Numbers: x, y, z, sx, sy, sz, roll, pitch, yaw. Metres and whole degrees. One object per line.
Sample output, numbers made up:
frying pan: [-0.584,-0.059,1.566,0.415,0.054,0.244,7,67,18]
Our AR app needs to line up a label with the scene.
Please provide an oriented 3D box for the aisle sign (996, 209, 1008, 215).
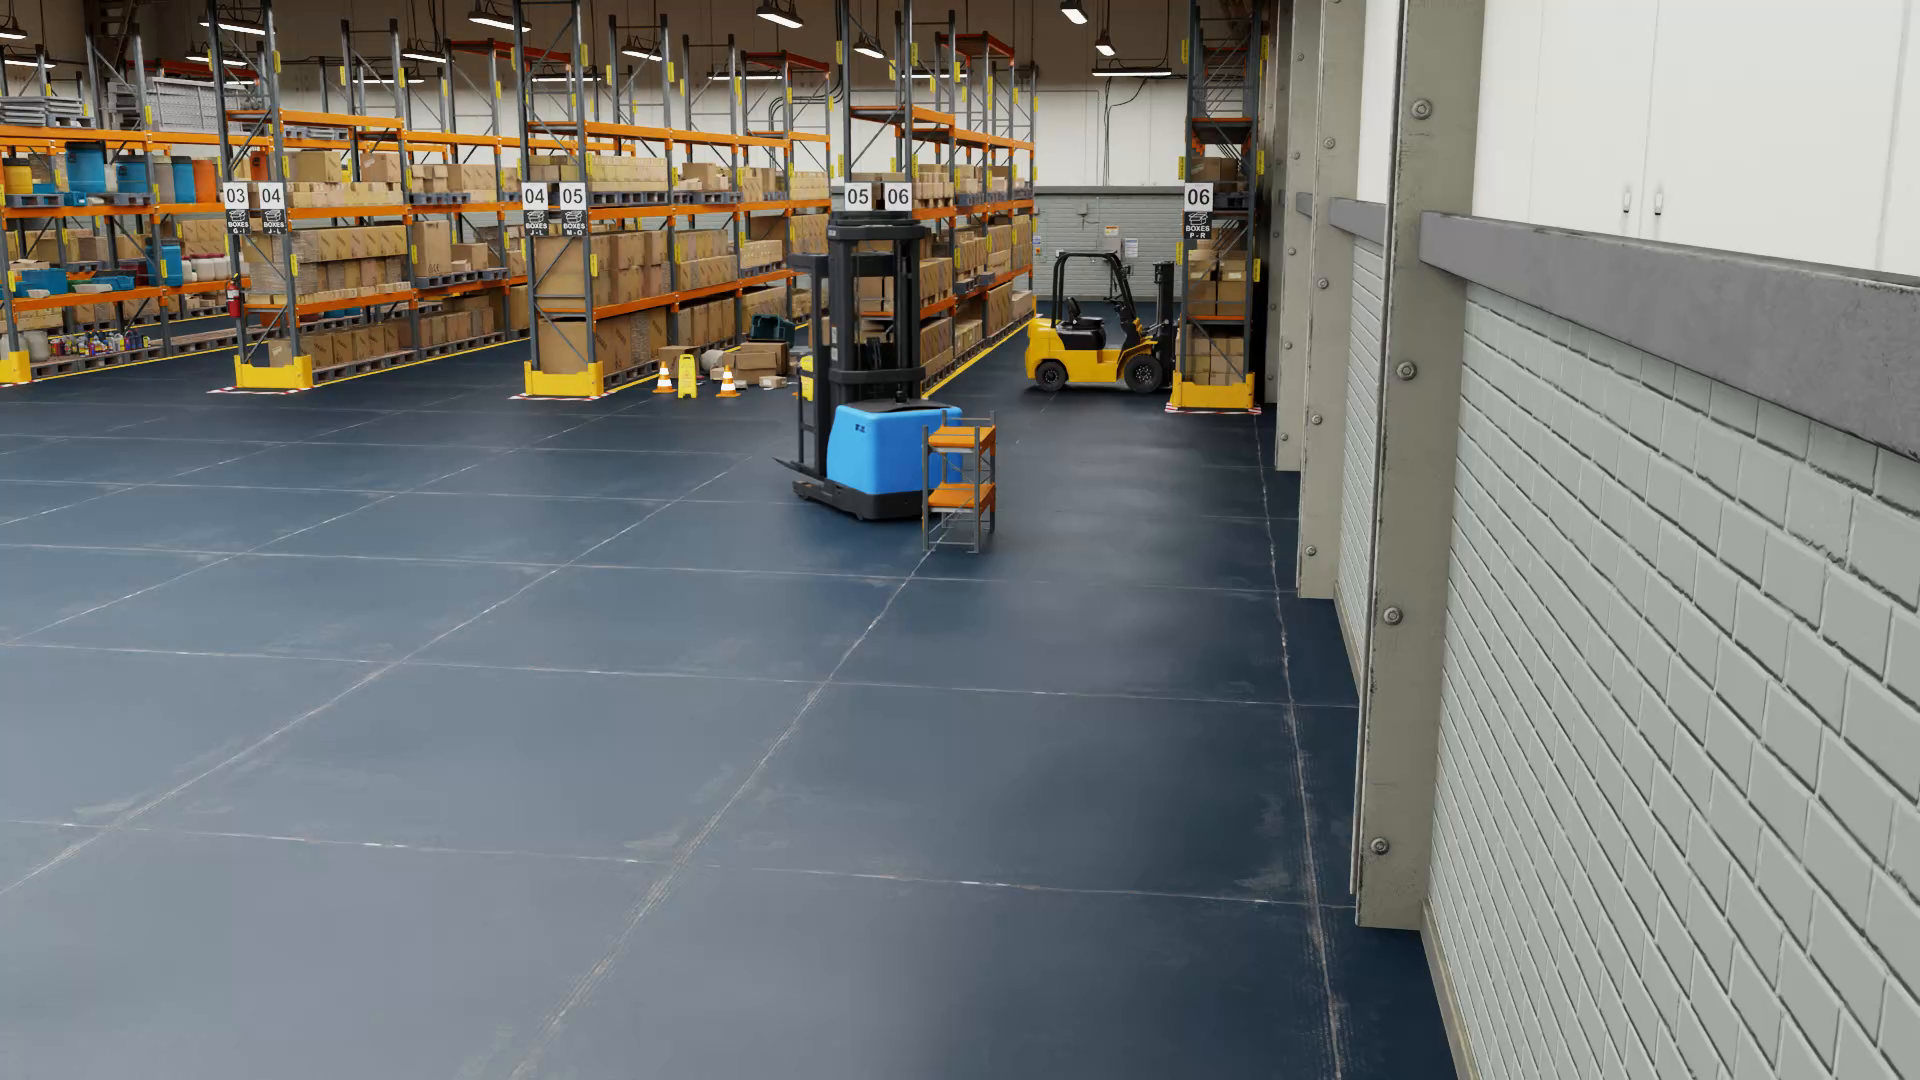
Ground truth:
aisle sign: [0.984,-8.216,40.081,0.394,0.787,0.004,2,12,9]

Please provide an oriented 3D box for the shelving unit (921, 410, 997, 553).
shelving unit: [0.001,-0.551,15.138,0.538,1.125,1.048,2,12,9]

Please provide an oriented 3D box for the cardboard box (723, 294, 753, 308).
cardboard box: [-4.533,-4.880,33.931,0.500,0.250,0.500,1,12,6]

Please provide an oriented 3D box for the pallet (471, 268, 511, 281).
pallet: [-9.768,-5.331,33.320,1.213,0.211,1.003,2,12,9]

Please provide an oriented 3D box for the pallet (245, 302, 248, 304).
pallet: [-18.454,-6.018,42.675,1.003,0.211,1.213,2,12,9]

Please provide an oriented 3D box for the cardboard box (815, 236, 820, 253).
cardboard box: [-3.615,-6.939,39.386,0.500,0.500,0.500,2,12,9]

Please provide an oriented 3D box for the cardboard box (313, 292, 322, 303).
cardboard box: [-10.604,-3.943,27.021,0.380,0.149,0.250,2,12,9]

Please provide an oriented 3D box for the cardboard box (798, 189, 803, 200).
cardboard box: [-3.863,-7.813,37.617,0.500,0.250,0.500,2,12,8]

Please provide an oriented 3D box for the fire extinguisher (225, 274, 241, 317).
fire extinguisher: [-11.467,-3.864,26.244,0.296,0.674,0.183,2,12,9]

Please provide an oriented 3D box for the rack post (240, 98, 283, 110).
rack post: [-14.634,-9.087,34.830,0.624,0.289,0.986,2,12,9]

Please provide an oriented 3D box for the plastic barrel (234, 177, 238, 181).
plastic barrel: [-15.008,-7.203,34.167,0.421,0.512,0.421,0,12,0]

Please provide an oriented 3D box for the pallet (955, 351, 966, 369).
pallet: [-0.468,-3.221,29.697,1.003,0.211,1.213,2,12,9]

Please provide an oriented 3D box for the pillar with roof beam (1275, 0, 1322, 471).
pillar with roof beam: [-0.475,-5.369,18.801,9.100,9.000,0.400,2,12,9]

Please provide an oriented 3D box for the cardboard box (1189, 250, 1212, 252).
cardboard box: [3.977,-4.717,27.535,0.380,0.149,0.250,2,12,10]

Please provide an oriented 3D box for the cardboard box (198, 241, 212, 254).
cardboard box: [-18.513,-6.983,40.297,0.500,0.500,0.500,2,12,10]

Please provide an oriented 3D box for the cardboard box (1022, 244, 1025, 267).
cardboard box: [1.219,-6.541,38.244,0.500,0.500,0.500,2,12,10]

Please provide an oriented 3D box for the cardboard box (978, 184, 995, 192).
cardboard box: [0.501,-7.247,34.194,0.380,0.166,0.250,3,13,13]

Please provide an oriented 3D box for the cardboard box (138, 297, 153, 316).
cardboard box: [-18.890,-5.405,38.098,0.500,0.500,0.500,2,12,9]

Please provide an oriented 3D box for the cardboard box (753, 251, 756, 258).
cardboard box: [-4.450,-5.933,34.554,0.380,0.149,0.250,2,12,9]

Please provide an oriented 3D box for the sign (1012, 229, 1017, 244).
sign: [1.182,-6.600,36.192,0.100,0.325,0.005,2,12,9]

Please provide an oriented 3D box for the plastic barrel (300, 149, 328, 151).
plastic barrel: [-14.153,-8.126,36.528,0.600,0.901,0.708,2,12,9]

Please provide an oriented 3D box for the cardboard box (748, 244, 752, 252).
cardboard box: [-4.493,-6.020,34.250,0.380,0.149,0.250,1,12,6]

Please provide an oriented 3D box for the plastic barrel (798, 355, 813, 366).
plastic barrel: [-2.380,-2.809,27.281,0.421,0.421,0.512,-10,16,-40]

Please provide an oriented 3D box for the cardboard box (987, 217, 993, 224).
cardboard box: [0.525,-7.068,36.778,0.380,0.149,0.250,2,12,10]

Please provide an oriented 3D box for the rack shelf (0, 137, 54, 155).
rack shelf: [-19.859,-7.867,33.052,1.077,0.370,4.000,2,12,9]

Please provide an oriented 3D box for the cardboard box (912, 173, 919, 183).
cardboard box: [-0.823,-5.494,25.204,0.380,0.149,0.250,2,12,9]

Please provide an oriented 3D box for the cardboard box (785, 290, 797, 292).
cardboard box: [-4.109,-5.900,39.866,0.380,0.149,0.250,1,12,6]

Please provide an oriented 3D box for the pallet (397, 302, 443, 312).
pallet: [-13.592,-5.868,41.980,1.003,0.211,1.213,2,12,9]

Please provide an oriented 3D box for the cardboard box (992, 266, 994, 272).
cardboard box: [0.414,-5.383,33.464,0.500,0.250,0.500,2,12,7]

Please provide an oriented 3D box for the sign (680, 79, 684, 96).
sign: [-5.415,-8.838,32.495,0.100,0.325,0.005,2,12,9]

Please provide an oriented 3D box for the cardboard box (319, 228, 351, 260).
cardboard box: [-10.480,-4.908,27.585,0.500,0.500,0.500,2,12,9]

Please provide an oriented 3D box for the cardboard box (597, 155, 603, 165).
cardboard box: [-5.703,-5.828,25.522,0.380,0.149,0.250,2,12,9]

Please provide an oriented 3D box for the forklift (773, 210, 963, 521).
forklift: [-1.087,-1.885,17.039,1.130,2.935,3.031,-6,14,-27]

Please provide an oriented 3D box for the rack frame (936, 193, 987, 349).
rack frame: [0.029,-5.255,32.515,1.000,3.000,0.127,2,12,9]

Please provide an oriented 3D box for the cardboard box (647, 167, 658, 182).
cardboard box: [-5.393,-6.138,27.909,0.500,0.250,0.500,2,12,8]

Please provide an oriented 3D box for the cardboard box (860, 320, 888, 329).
cardboard box: [-1.346,-3.388,26.063,0.380,0.149,0.250,2,12,10]

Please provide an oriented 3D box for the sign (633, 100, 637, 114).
sign: [-7.999,-10.649,40.898,0.100,0.325,0.005,2,12,9]

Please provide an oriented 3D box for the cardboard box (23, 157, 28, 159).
cardboard box: [-23.301,-9.254,41.290,0.500,0.500,0.500,2,12,9]

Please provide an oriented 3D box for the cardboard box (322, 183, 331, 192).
cardboard box: [-10.516,-5.761,27.151,0.380,0.149,0.250,2,12,9]

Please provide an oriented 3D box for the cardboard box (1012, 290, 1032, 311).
cardboard box: [1.257,-5.733,39.815,0.875,0.438,0.875,1,12,7]

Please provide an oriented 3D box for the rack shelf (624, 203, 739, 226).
rack shelf: [-5.185,-6.093,30.989,1.077,0.370,4.000,2,12,9]

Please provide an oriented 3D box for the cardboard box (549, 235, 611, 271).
cardboard box: [-6.019,-4.524,26.202,0.875,0.550,0.550,2,12,9]

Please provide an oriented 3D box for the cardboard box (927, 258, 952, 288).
cardboard box: [-0.409,-4.516,28.142,0.500,0.500,0.500,2,12,7]

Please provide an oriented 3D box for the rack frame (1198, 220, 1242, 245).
rack frame: [5.549,-5.928,35.636,1.000,3.000,0.127,2,12,9]

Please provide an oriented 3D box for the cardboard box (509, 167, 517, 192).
cardboard box: [-9.695,-7.609,35.081,0.500,0.500,0.500,3,12,12]

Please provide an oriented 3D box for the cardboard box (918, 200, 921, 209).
cardboard box: [-0.803,-5.103,25.287,0.380,0.149,0.250,2,12,10]

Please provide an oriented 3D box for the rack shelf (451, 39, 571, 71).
rack shelf: [-9.456,-10.198,35.030,1.077,0.370,4.000,2,12,9]

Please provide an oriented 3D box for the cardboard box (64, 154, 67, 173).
cardboard box: [-19.399,-8.099,35.979,0.500,0.500,0.500,2,12,9]

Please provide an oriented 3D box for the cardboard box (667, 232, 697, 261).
cardboard box: [-5.267,-5.415,30.647,0.700,0.500,0.500,2,12,9]

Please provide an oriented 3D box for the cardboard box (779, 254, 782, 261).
cardboard box: [-4.128,-6.221,36.594,0.380,0.149,0.250,2,12,7]

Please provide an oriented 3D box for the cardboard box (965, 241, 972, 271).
cardboard box: [-0.065,-5.117,29.934,0.500,0.500,0.500,2,12,8]

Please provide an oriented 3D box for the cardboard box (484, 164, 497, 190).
cardboard box: [-9.589,-7.228,33.127,0.500,0.500,0.500,2,12,10]

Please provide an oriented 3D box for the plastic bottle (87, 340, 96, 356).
plastic bottle: [-15.248,-3.372,29.182,0.061,0.283,0.133,2,12,10]

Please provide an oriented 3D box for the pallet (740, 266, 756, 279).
pallet: [-4.873,-5.452,33.886,1.213,0.211,1.003,2,12,9]

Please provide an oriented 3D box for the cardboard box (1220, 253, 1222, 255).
cardboard box: [4.867,-5.067,29.863,0.380,0.149,0.250,2,12,10]

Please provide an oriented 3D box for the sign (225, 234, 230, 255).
sign: [-11.539,-4.654,26.225,0.100,0.325,0.005,2,12,9]
